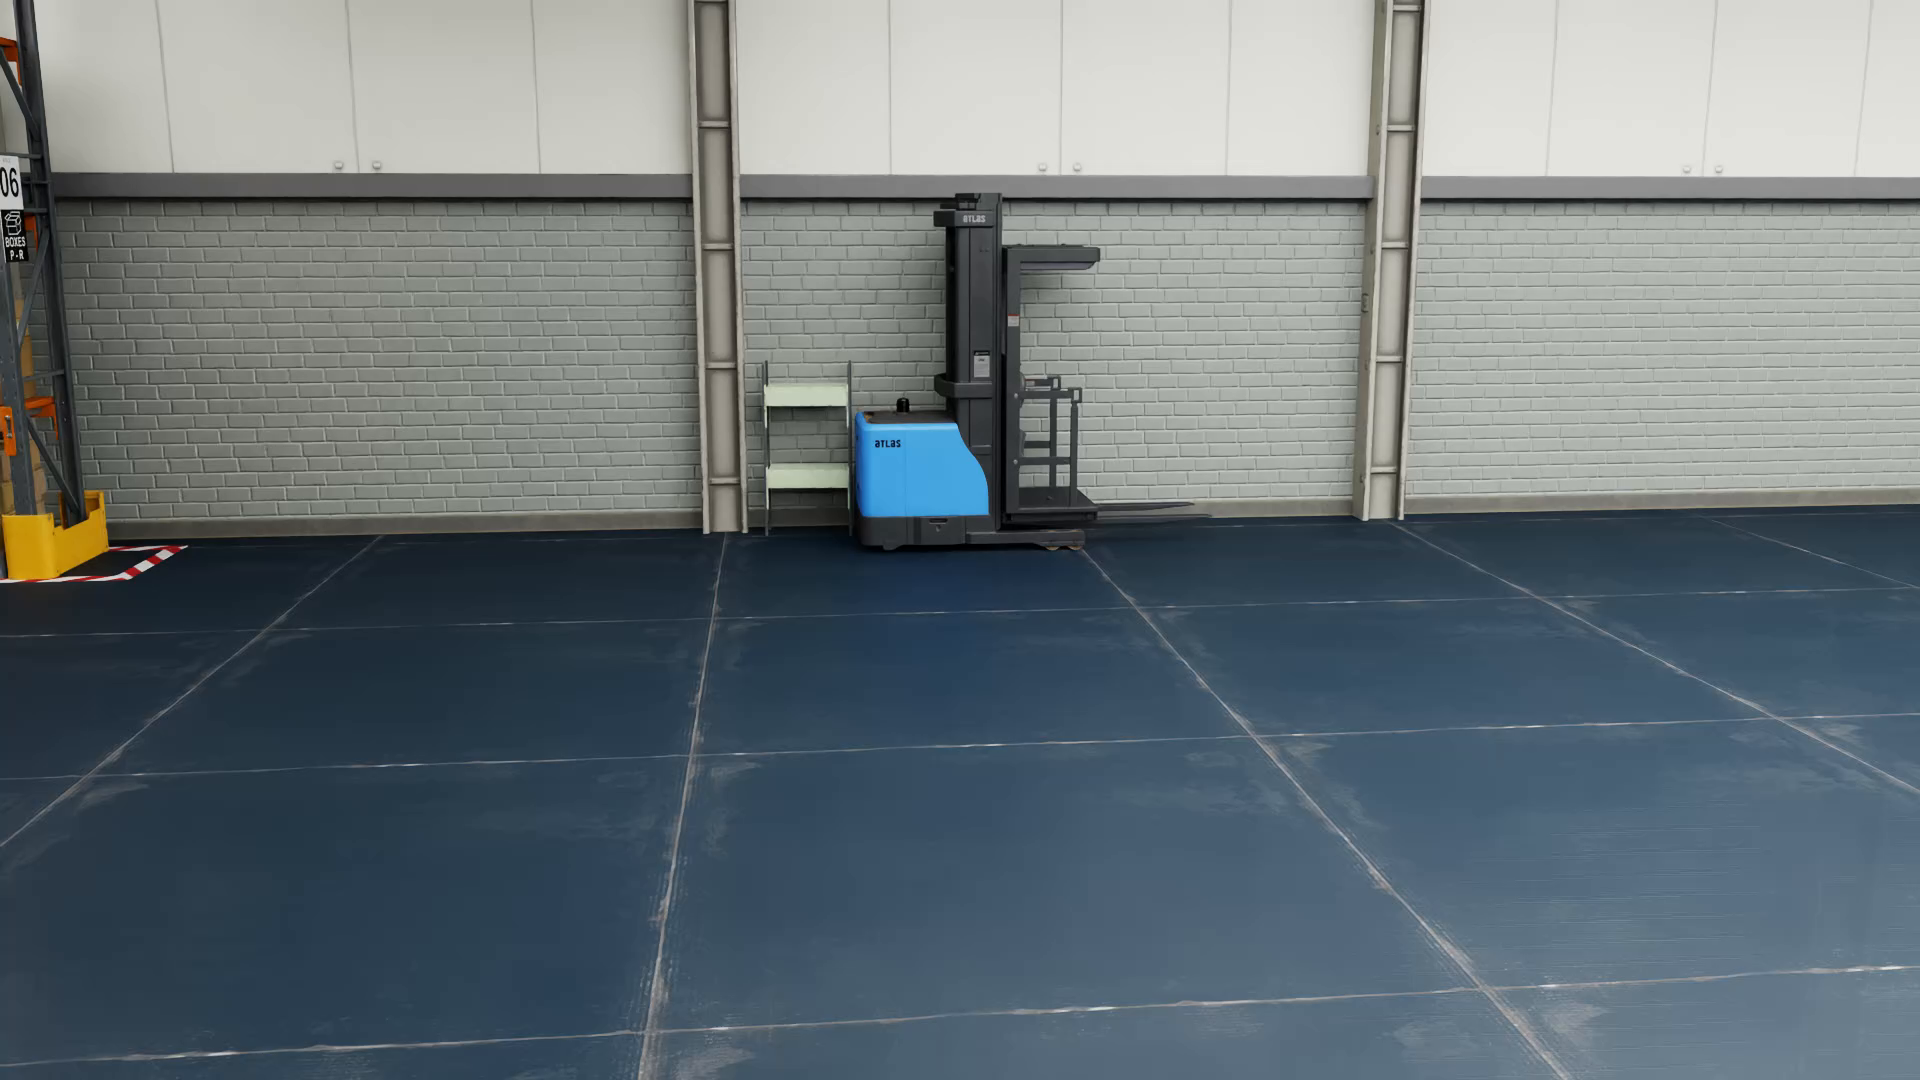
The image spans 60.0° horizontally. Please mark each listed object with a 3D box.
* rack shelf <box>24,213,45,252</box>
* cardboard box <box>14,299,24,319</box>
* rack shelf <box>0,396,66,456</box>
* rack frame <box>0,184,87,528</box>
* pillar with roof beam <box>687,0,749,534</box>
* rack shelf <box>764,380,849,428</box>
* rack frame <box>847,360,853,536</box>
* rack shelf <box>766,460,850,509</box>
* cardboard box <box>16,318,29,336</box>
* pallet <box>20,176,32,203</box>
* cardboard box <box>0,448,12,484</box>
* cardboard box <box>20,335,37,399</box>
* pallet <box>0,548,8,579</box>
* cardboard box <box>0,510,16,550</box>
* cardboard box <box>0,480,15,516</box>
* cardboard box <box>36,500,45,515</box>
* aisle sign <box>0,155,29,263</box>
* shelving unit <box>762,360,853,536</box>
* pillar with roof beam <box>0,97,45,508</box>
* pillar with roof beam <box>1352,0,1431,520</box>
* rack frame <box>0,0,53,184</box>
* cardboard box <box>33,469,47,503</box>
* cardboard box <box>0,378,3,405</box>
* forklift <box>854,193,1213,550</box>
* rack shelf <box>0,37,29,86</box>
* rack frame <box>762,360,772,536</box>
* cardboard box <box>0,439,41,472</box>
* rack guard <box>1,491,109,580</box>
[{"bbox_3d":[-9.248,-2.355,12.658,4.000,0.370,1.077,-1,11,-6],"label":"rack shelf"},{"bbox_3d":[-7.617,-1.825,13.161,0.250,0.149,0.380,-1,11,-7],"label":"cardboard box"},{"bbox_3d":[-9.248,-0.883,12.947,4.000,0.370,1.077,-1,11,-6],"label":"rack shelf"},{"bbox_3d":[-7.260,-1.277,13.089,0.127,3.000,1.000,-1,11,-6],"label":"rack frame"},{"bbox_3d":[-1.619,-3.679,9.753,0.400,9.000,9.100,-1,11,-6],"label":"pillar with roof beam"},{"bbox_3d":[-1.331,-1.193,14.528,0.720,0.370,0.431,0,11,-2],"label":"rack shelf"},{"bbox_3d":[-0.965,-0.813,14.616,0.023,1.500,0.400,0,11,-2],"label":"rack frame"},{"bbox_3d":[-1.331,-0.491,14.666,0.720,0.370,0.431,0,11,-2],"label":"rack shelf"},{"bbox_3d":[-7.625,-1.687,13.234,0.250,0.149,0.380,-1,11,-8],"label":"cardboard box"},{"bbox_3d":[-7.965,-2.696,12.759,1.213,0.211,1.003,-1,11,-6],"label":"pallet"},{"bbox_3d":[-7.684,-0.555,12.865,0.500,0.250,0.500,-1,11,-4],"label":"cardboard box"},{"bbox_3d":[-7.782,-1.369,13.298,0.500,0.500,0.500,-1,11,-4],"label":"cardboard box"},{"bbox_3d":[-8.015,0.115,13.237,1.213,0.211,1.003,-1,11,-6],"label":"pallet"},{"bbox_3d":[-7.693,-0.064,12.956,0.500,0.250,0.500,-1,11,-6],"label":"cardboard box"},{"bbox_3d":[-7.710,-0.309,12.909,0.500,0.250,0.500,-1,11,-7],"label":"cardboard box"},{"bbox_3d":[-7.769,-0.162,13.453,0.500,0.250,0.500,-1,11,-6],"label":"cardboard box"},{"bbox_3d":[-7.163,-2.498,12.559,0.004,0.787,0.394,-1,11,-6],"label":"aisle sign"},{"bbox_3d":[-1.331,-0.811,14.603,0.755,1.500,0.431,0,11,-2],"label":"shelving unit"},{"bbox_3d":[-7.584,-3.554,9.117,0.400,9.000,9.100,-1,11,-6],"label":"pillar with roof beam"},{"bbox_3d":[4.345,-3.804,10.388,0.400,9.000,9.100,-1,11,-6],"label":"pillar with roof beam"},{"bbox_3d":[-7.260,-4.221,12.511,0.127,3.000,1.000,-1,11,-6],"label":"rack frame"},{"bbox_3d":[-7.750,-0.410,13.419,0.500,0.250,0.500,-1,11,-5],"label":"cardboard box"},{"bbox_3d":[-7.721,-1.266,12.771,0.500,0.500,0.500,-1,11,-7],"label":"cardboard box"},{"bbox_3d":[0.626,-1.453,14.158,3.031,2.935,1.130,-1,11,-7],"label":"forklift"},{"bbox_3d":[-9.248,-3.630,12.407,4.000,0.370,1.077,-1,11,-6],"label":"rack shelf"},{"bbox_3d":[-1.696,-0.808,14.590,0.023,1.500,0.400,0,11,-2],"label":"rack frame"},{"bbox_3d":[-7.758,-0.651,13.351,0.500,0.250,0.500,-1,11,-7],"label":"cardboard box"},{"bbox_3d":[-7.236,-0.051,13.333,0.348,0.500,1.175,-1,11,-6],"label":"rack guard"}]
